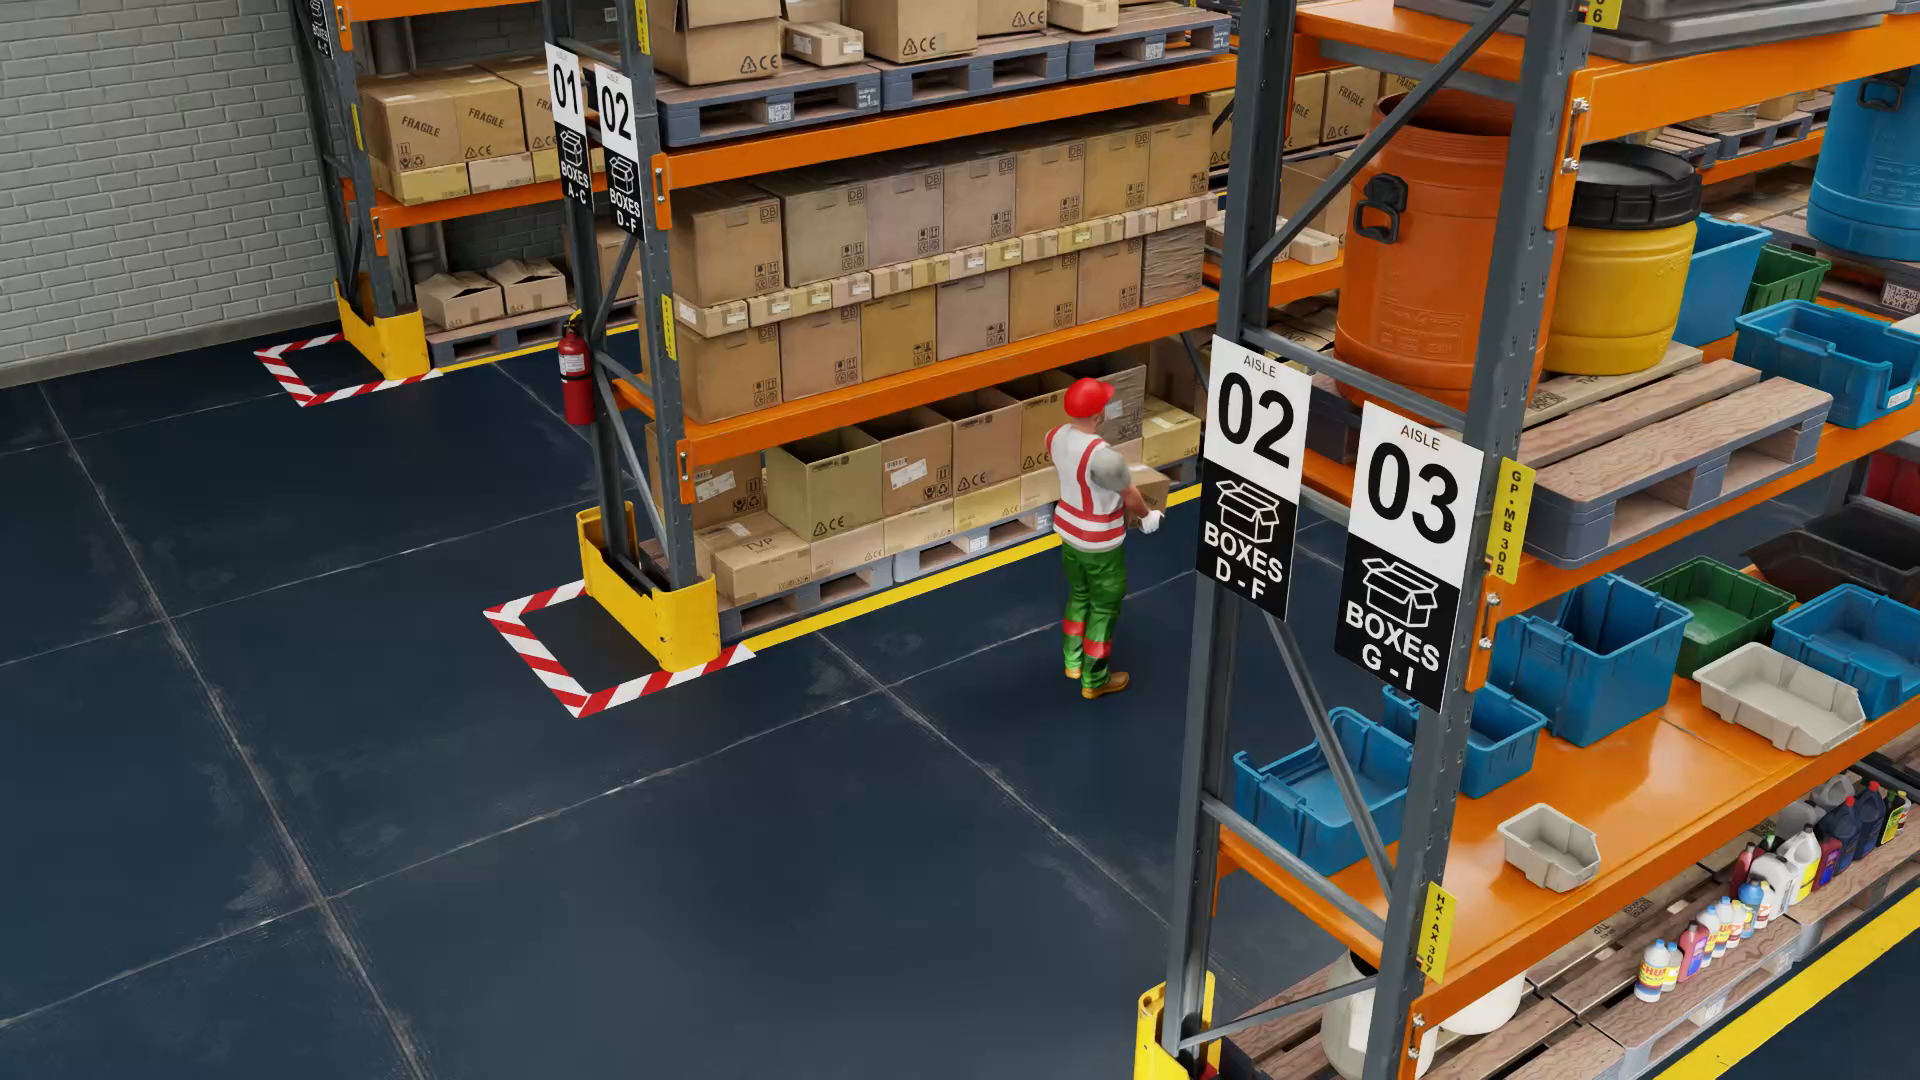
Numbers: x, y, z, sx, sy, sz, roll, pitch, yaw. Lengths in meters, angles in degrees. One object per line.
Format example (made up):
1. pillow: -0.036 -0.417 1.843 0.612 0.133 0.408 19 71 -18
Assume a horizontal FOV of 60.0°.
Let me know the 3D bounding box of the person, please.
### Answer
1. person: 0.754 -0.048 8.692 0.556 1.784 0.494 -18 33 -30
